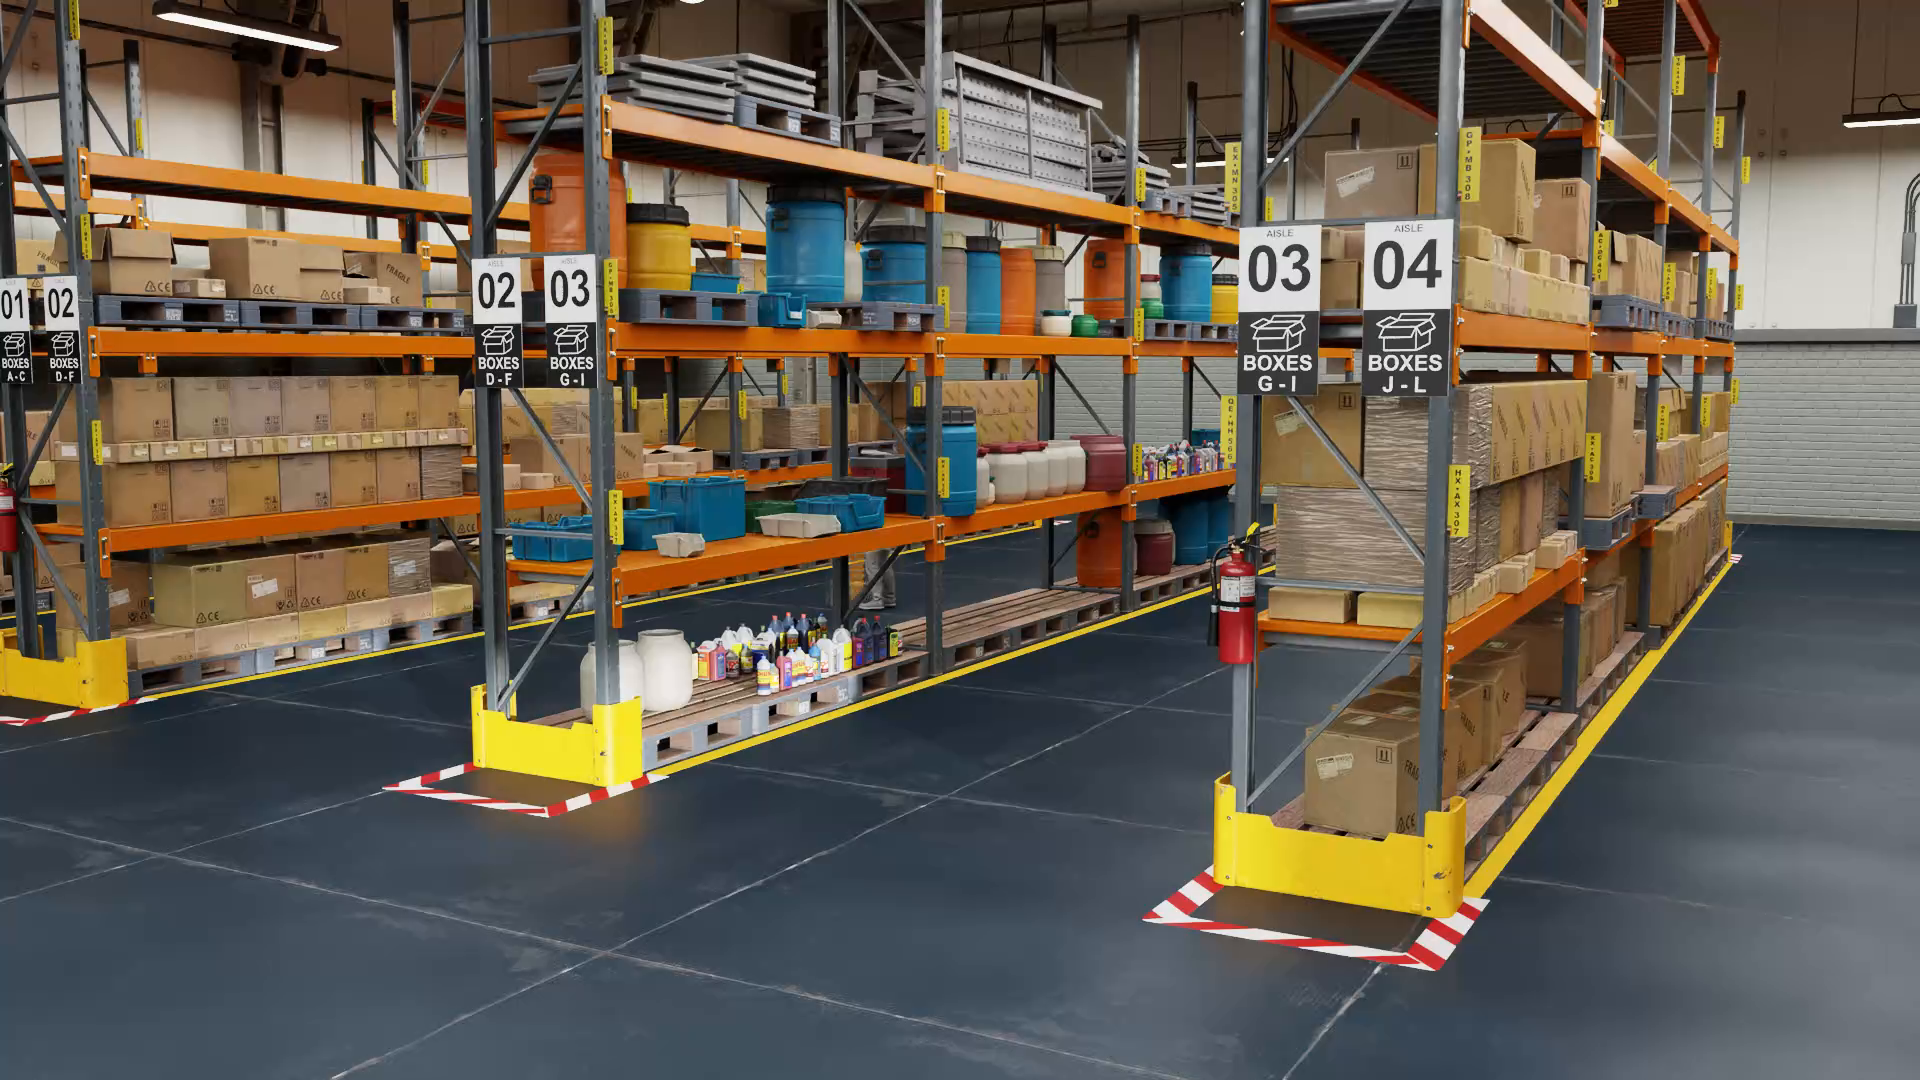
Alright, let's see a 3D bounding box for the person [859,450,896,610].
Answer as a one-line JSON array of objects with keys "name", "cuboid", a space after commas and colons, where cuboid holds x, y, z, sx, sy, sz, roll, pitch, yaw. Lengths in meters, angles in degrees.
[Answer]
[{"name": "person", "cuboid": [-0.851, -0.108, 17.376, 0.375, 1.661, 0.528, 3, 7, 26]}]
